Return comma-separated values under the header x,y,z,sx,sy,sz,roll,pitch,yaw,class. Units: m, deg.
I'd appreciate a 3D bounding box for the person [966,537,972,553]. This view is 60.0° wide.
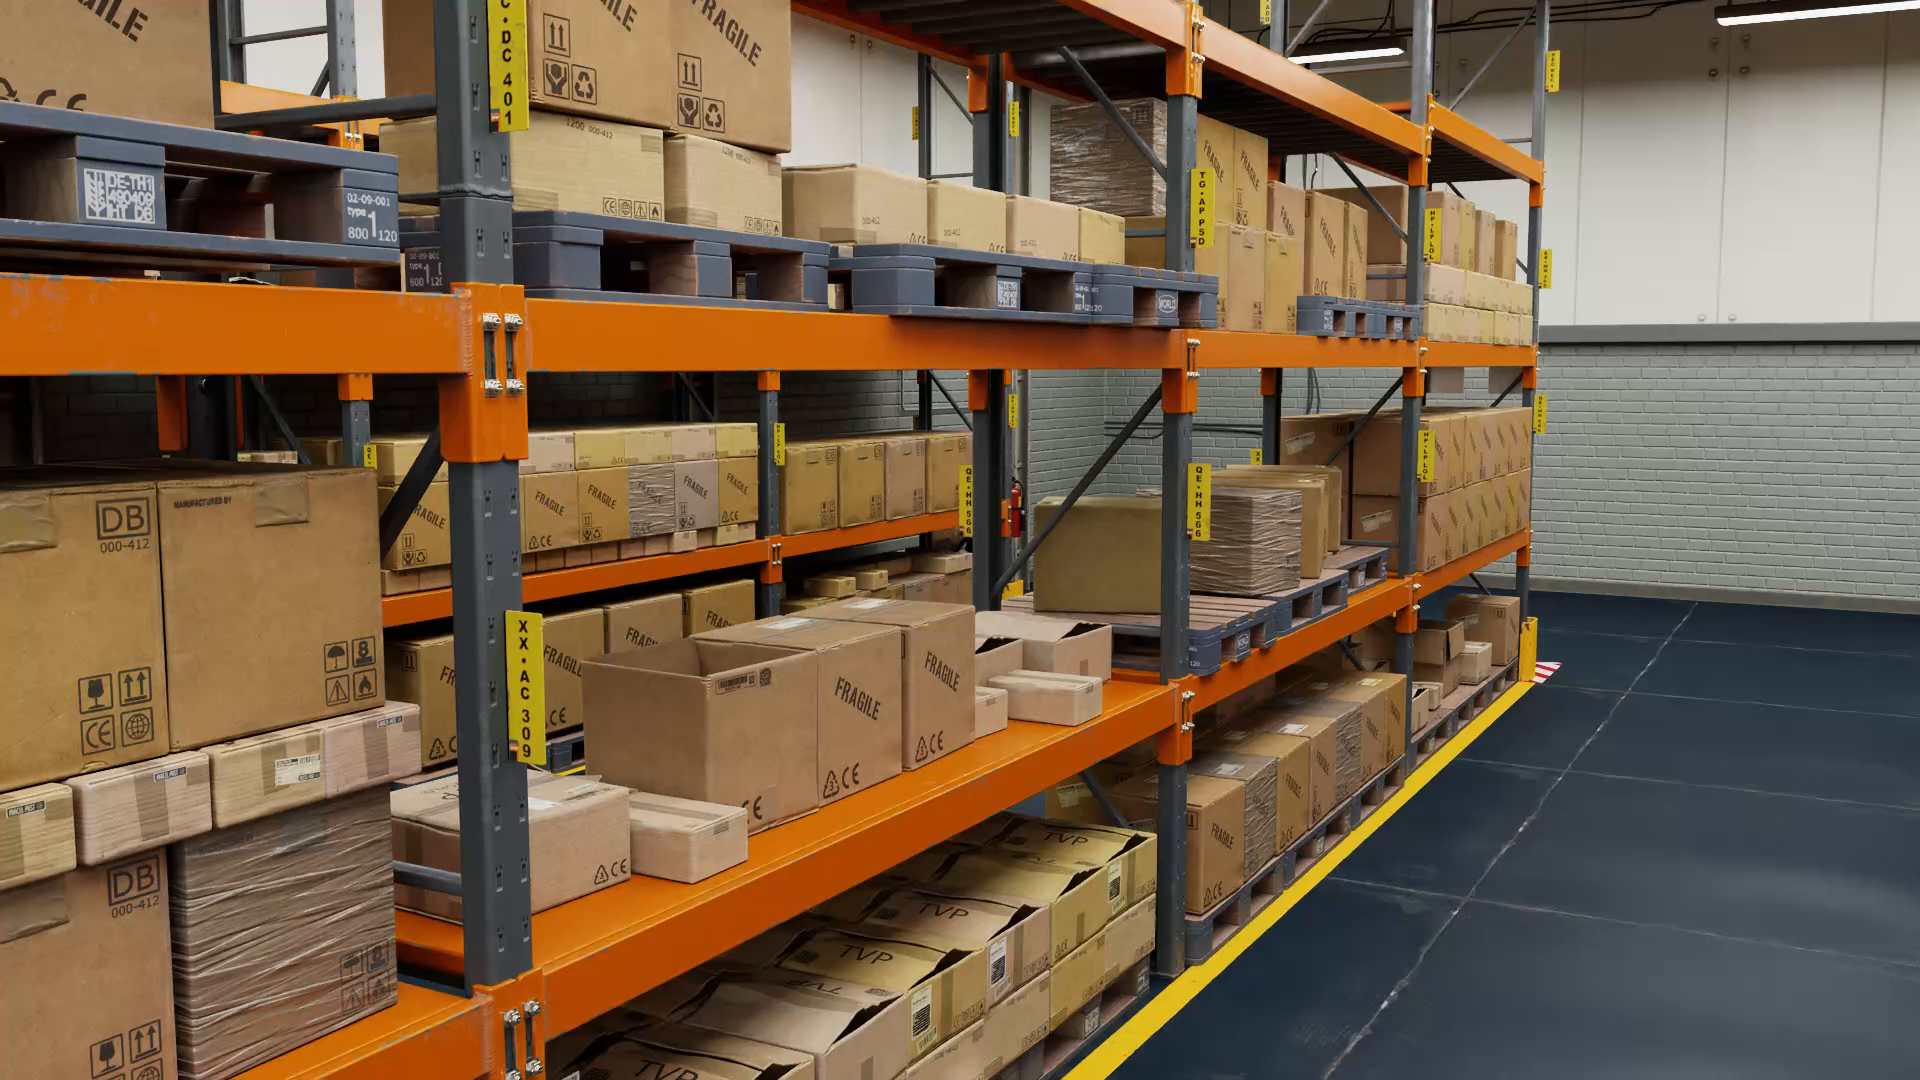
x,y,z,sx,sy,sz,roll,pitch,yaw,class
0.267,-0.048,17.912,0.507,1.647,0.489,0,6,-4,person
